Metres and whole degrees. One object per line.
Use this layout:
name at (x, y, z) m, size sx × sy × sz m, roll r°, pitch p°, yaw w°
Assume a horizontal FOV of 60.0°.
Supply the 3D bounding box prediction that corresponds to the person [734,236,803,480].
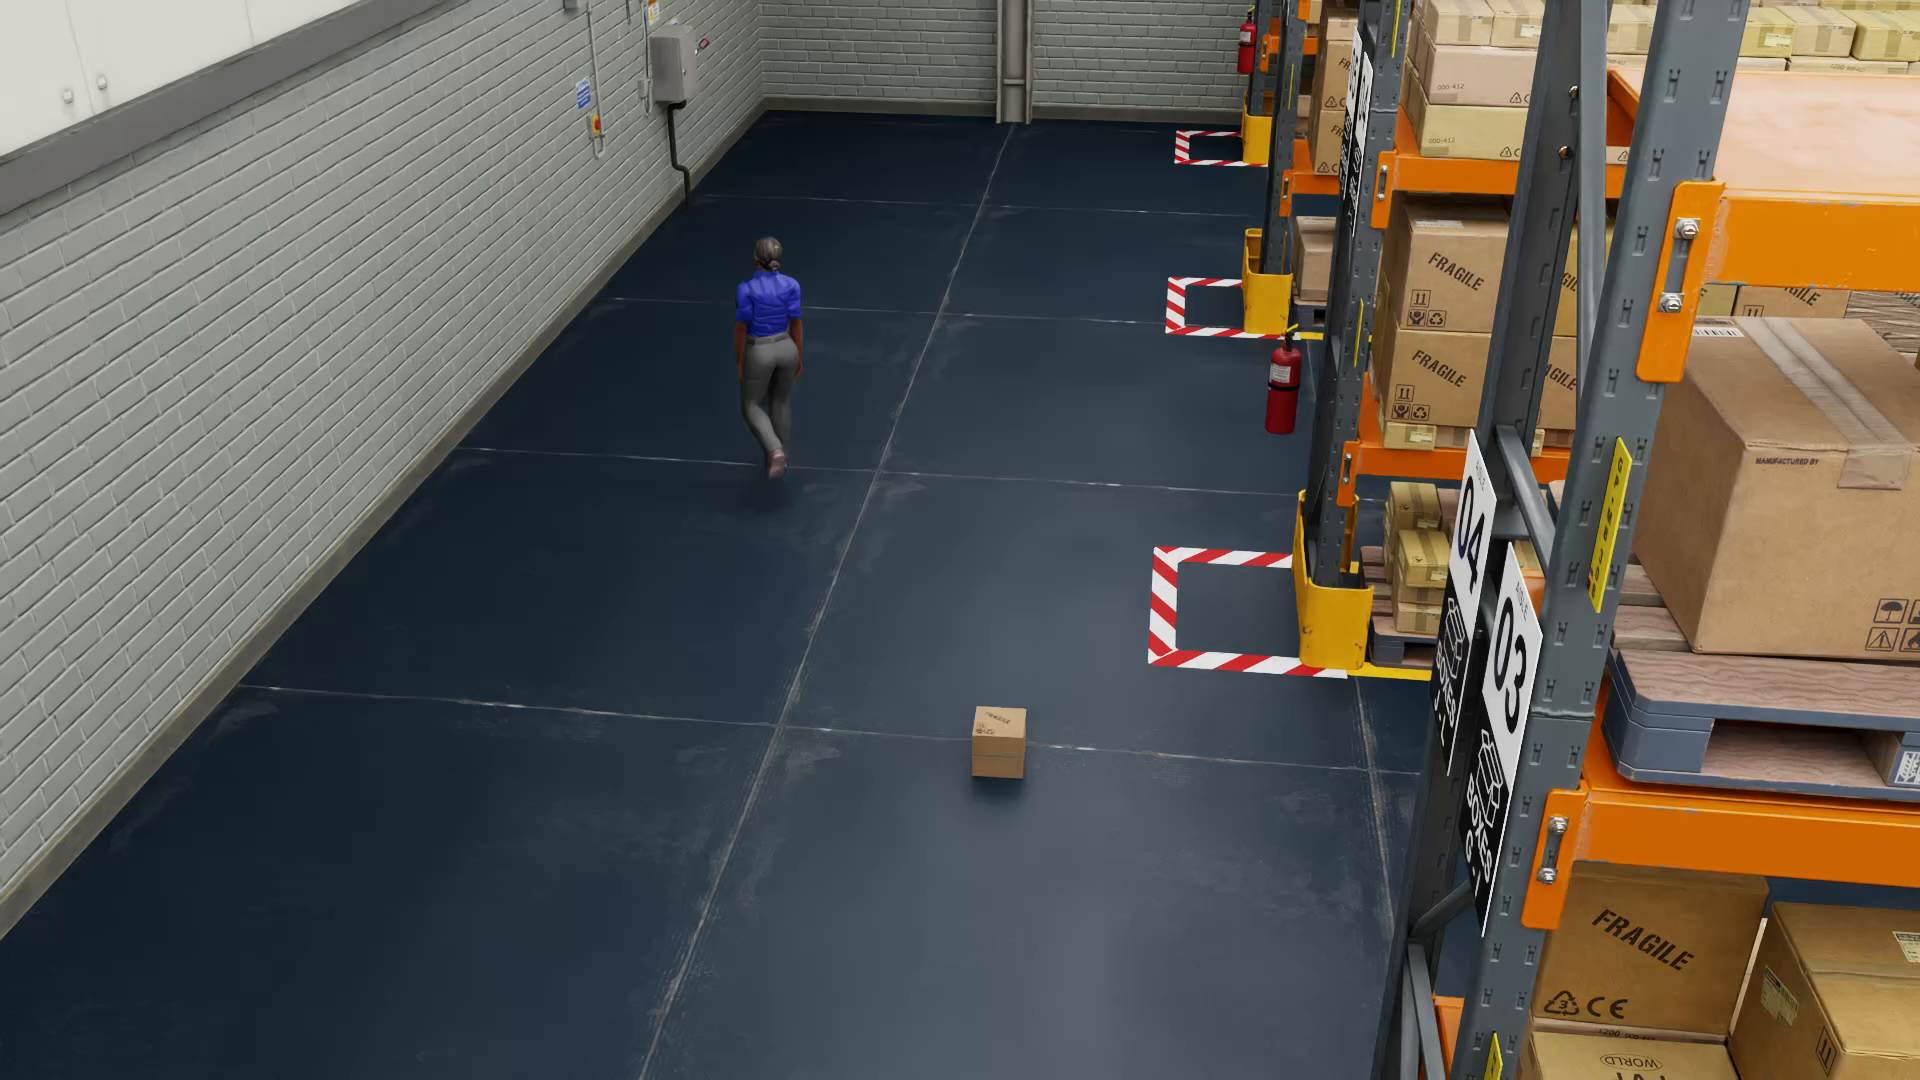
person at (-1.222, -1.161, 10.729) m, size 0.449 × 1.636 × 0.653 m, roll -12°, pitch 31°, yaw -21°
